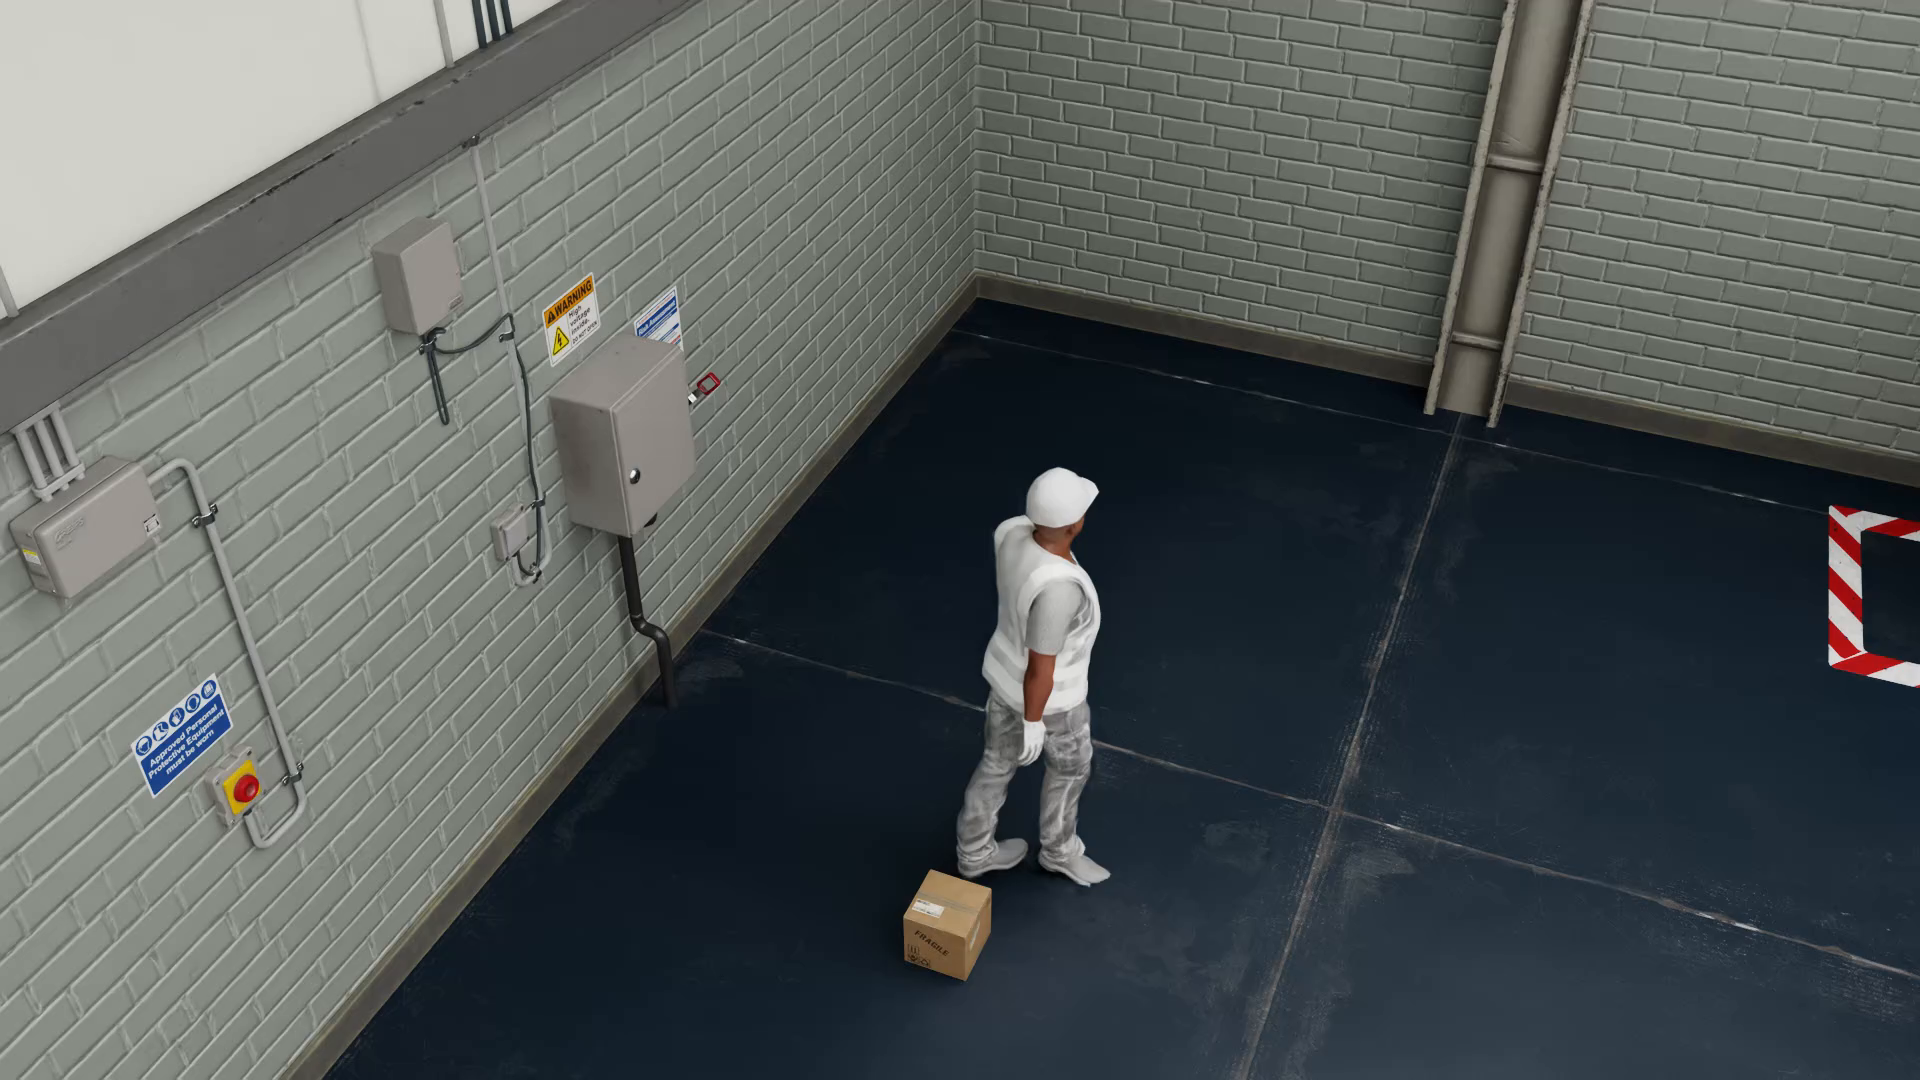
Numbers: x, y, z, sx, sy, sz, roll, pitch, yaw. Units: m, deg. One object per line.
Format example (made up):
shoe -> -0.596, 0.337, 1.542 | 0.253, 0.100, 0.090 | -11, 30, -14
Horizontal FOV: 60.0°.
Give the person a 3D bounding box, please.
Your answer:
person -> 0.226, 0.548, 6.103 | 0.562, 1.840, 0.585 | -17, 41, -22
